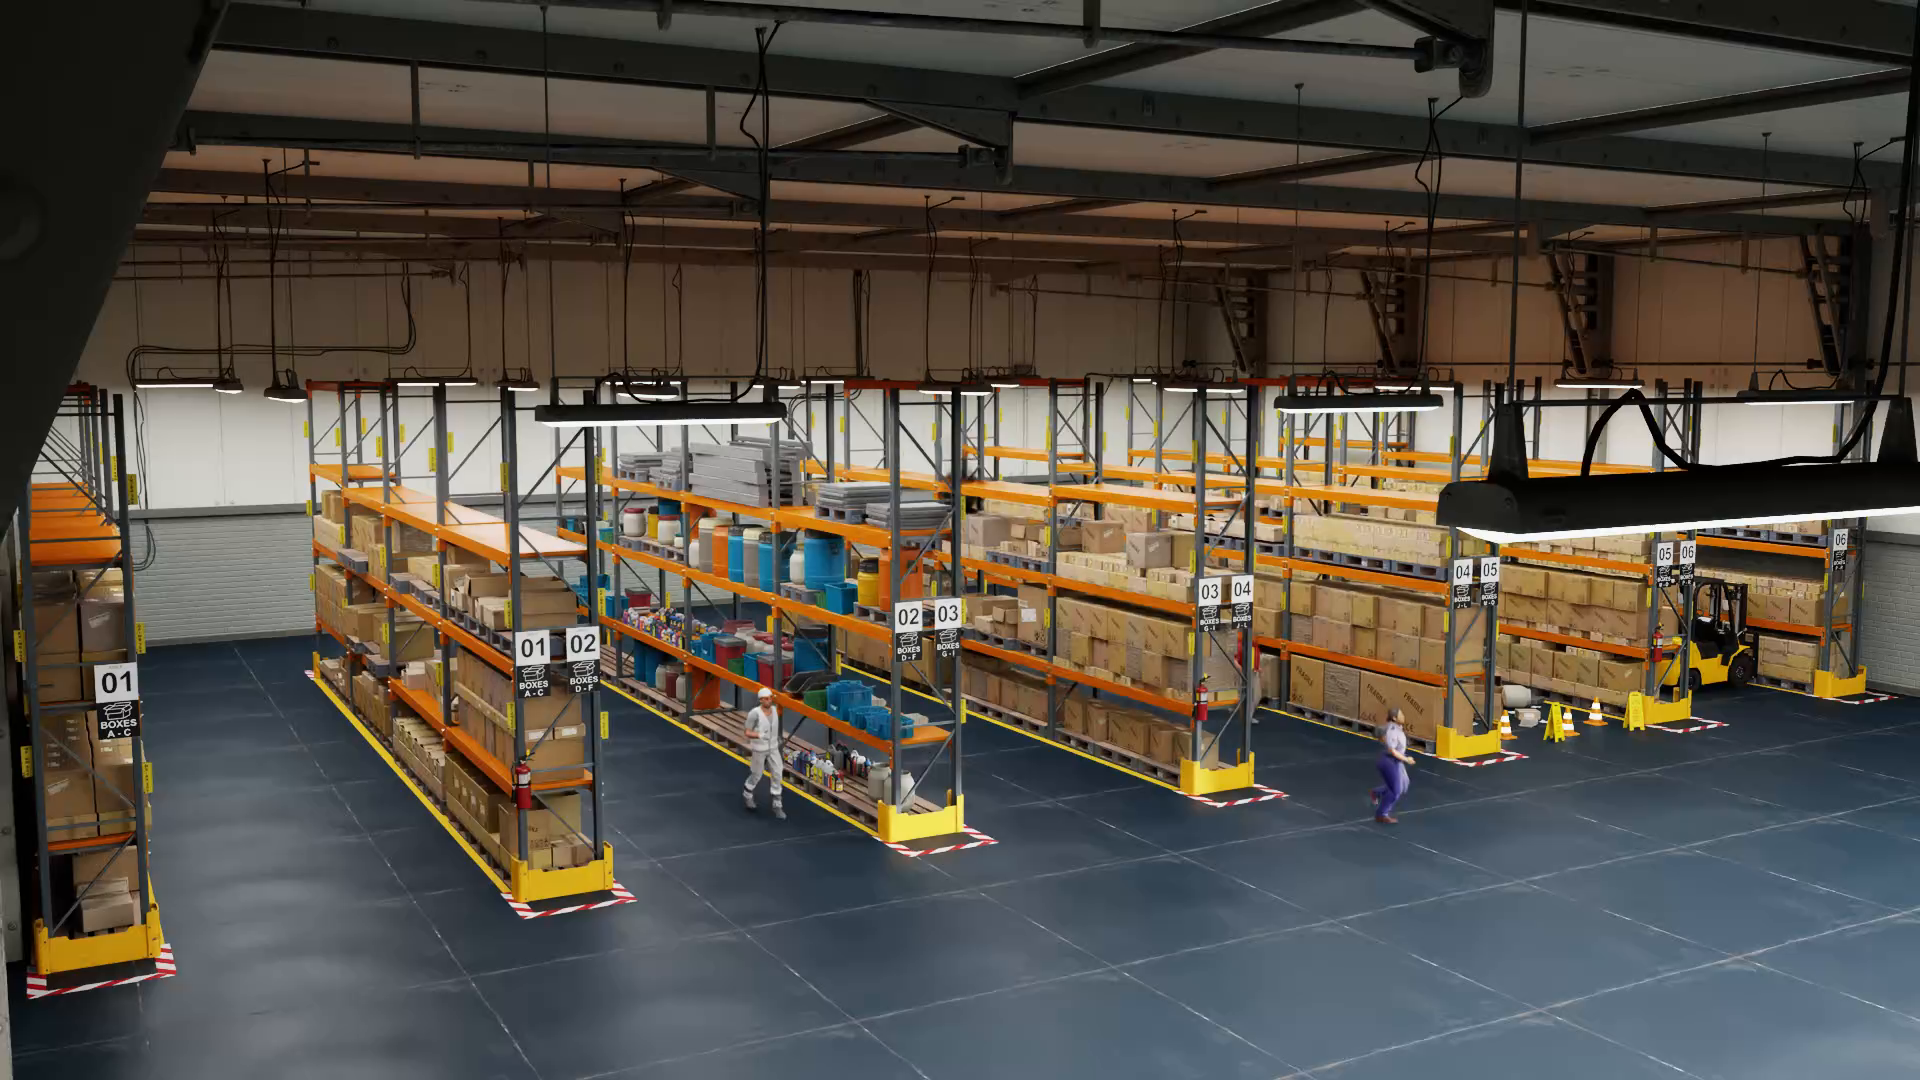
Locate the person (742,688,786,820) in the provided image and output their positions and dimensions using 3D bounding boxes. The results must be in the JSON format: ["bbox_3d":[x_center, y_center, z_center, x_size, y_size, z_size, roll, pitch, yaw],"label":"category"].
[{"bbox_3d":[-2.769,2.959,23.340,0.613,1.823,0.894,-5,8,-36],"label":"person"}]

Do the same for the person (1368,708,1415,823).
[{"bbox_3d":[5.985,3.102,22.999,0.596,1.608,0.624,2,6,15],"label":"person"}]

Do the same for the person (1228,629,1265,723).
[{"bbox_3d":[5.046,2.379,29.421,0.650,1.680,0.652,-4,7,-34],"label":"person"}]
